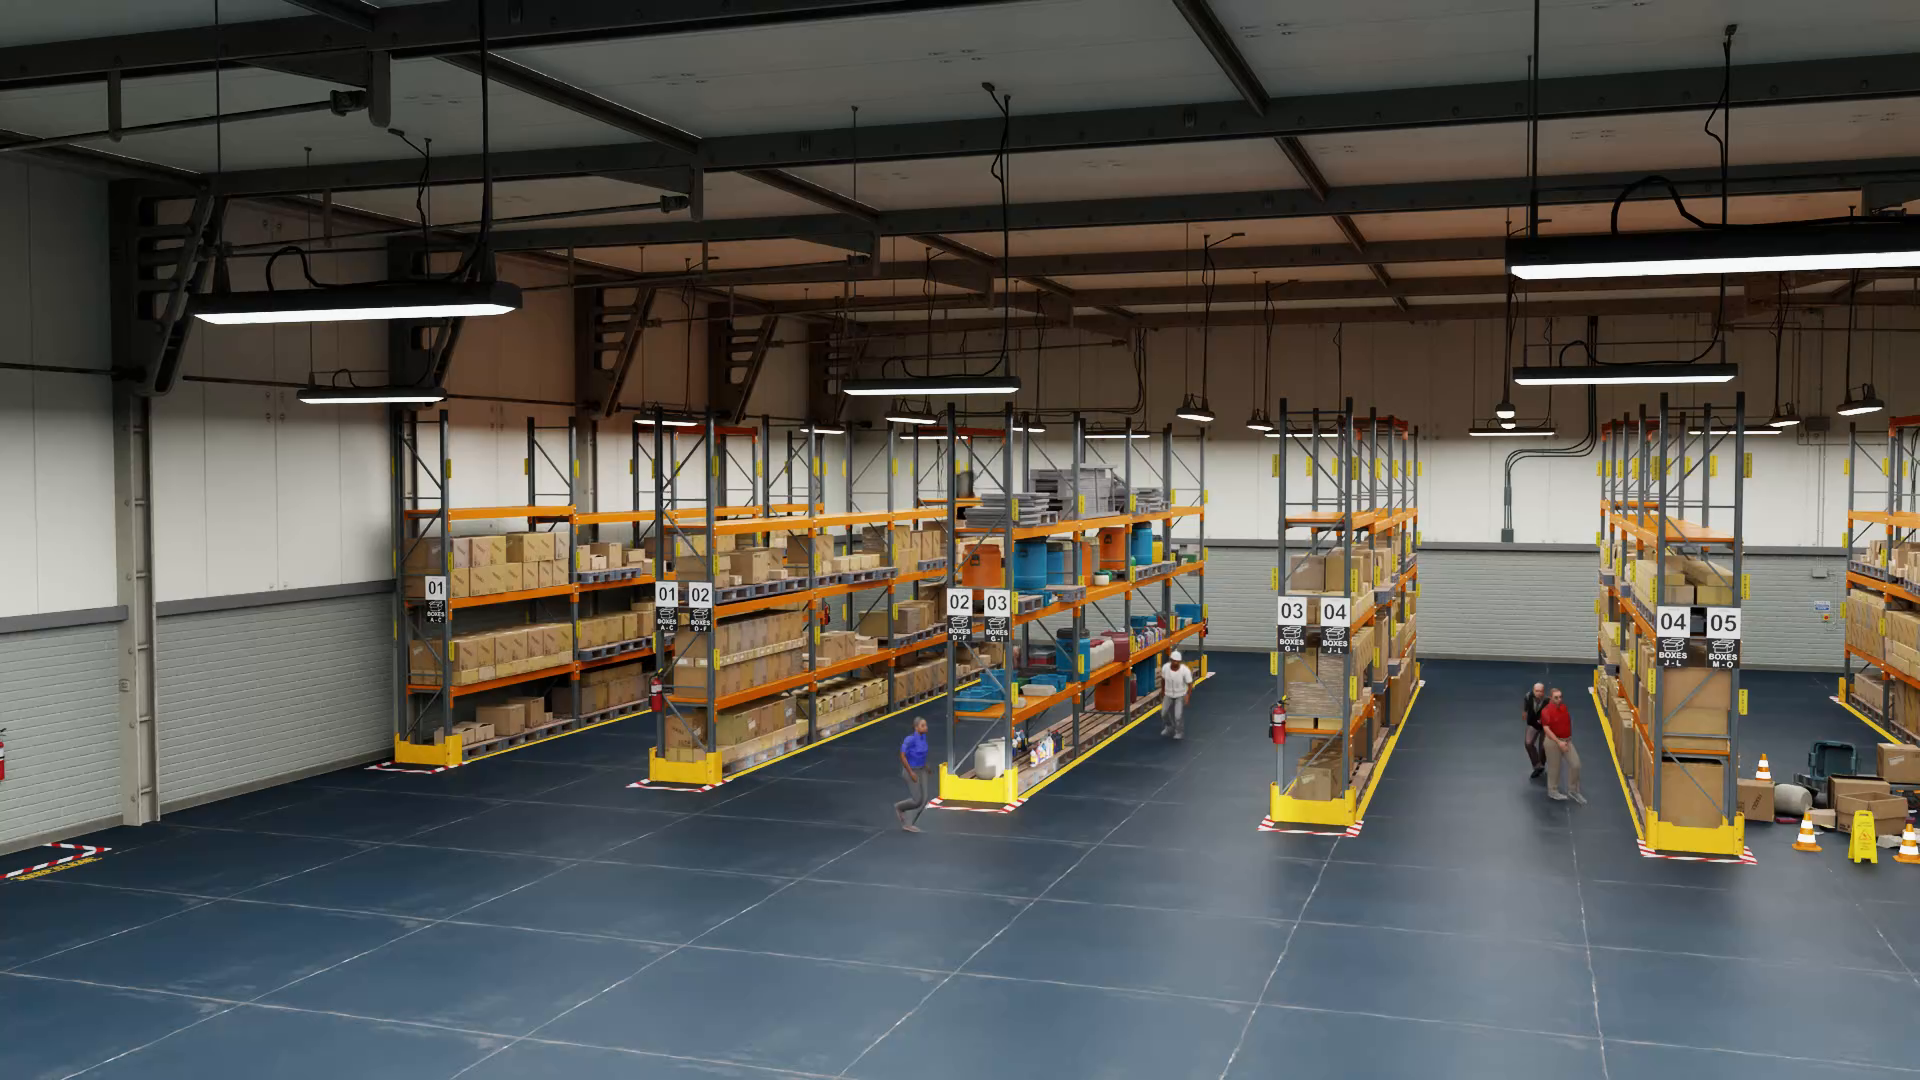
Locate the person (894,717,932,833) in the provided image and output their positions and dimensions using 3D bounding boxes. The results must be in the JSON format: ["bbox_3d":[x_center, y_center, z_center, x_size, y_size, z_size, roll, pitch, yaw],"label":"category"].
[{"bbox_3d":[-0.677,3.228,22.961,0.529,1.598,0.571,2,3,36],"label":"person"}]

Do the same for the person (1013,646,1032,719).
[{"bbox_3d":[1.172,2.819,32.655,0.735,1.542,1.058,2,3,38],"label":"person"}]

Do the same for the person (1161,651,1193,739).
[{"bbox_3d":[3.950,2.839,30.489,0.691,1.665,0.655,1,3,23],"label":"person"}]

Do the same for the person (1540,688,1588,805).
[{"bbox_3d":[8.980,3.083,24.857,0.706,1.746,0.635,-1,3,-18],"label":"person"}]

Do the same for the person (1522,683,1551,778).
[{"bbox_3d":[9.437,3.126,26.993,0.657,1.389,1.101,1,3,29],"label":"person"}]
